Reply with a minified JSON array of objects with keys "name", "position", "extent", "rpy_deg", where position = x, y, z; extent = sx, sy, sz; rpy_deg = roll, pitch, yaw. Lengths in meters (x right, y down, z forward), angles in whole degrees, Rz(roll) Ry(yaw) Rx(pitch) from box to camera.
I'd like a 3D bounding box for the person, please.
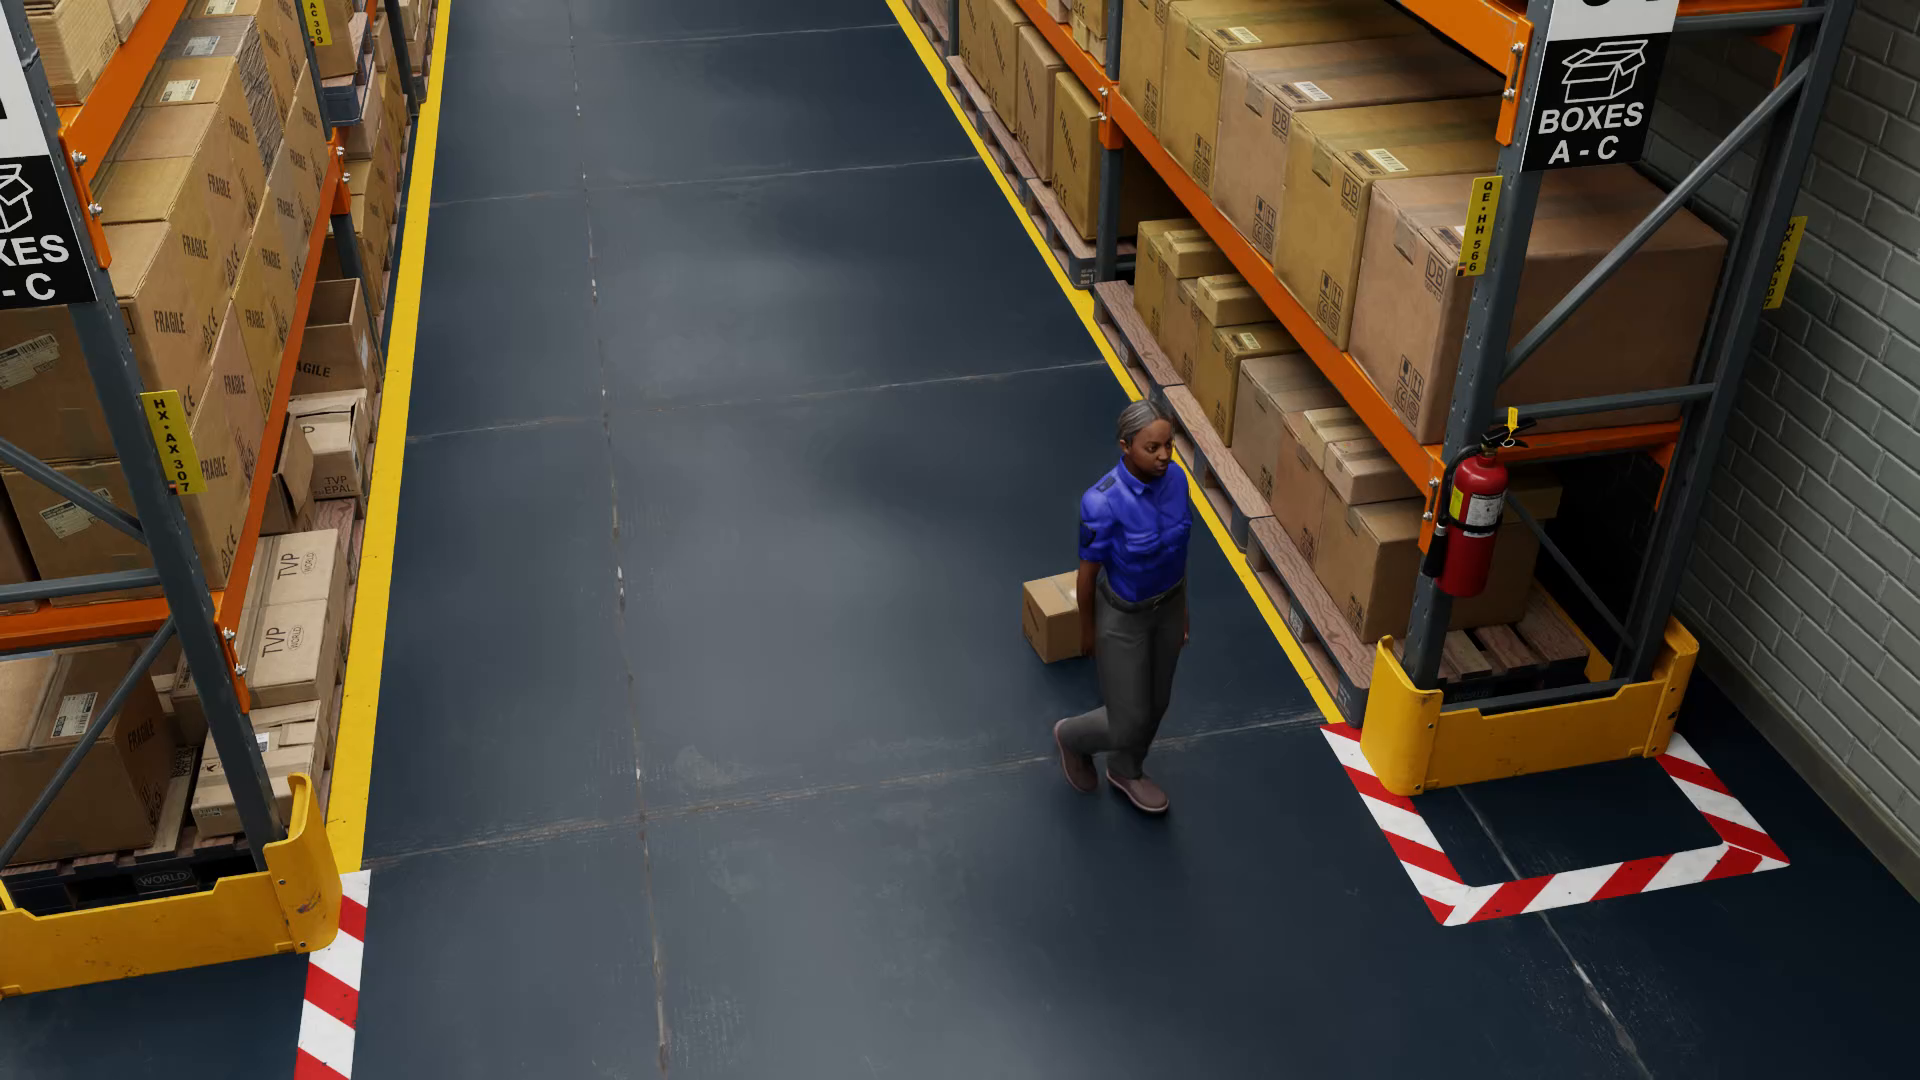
[{"name":"person","position":[0.598,0.253,5.742],"extent":[0.436,1.644,0.464],"rpy_deg":[-24,41,-31]}]
